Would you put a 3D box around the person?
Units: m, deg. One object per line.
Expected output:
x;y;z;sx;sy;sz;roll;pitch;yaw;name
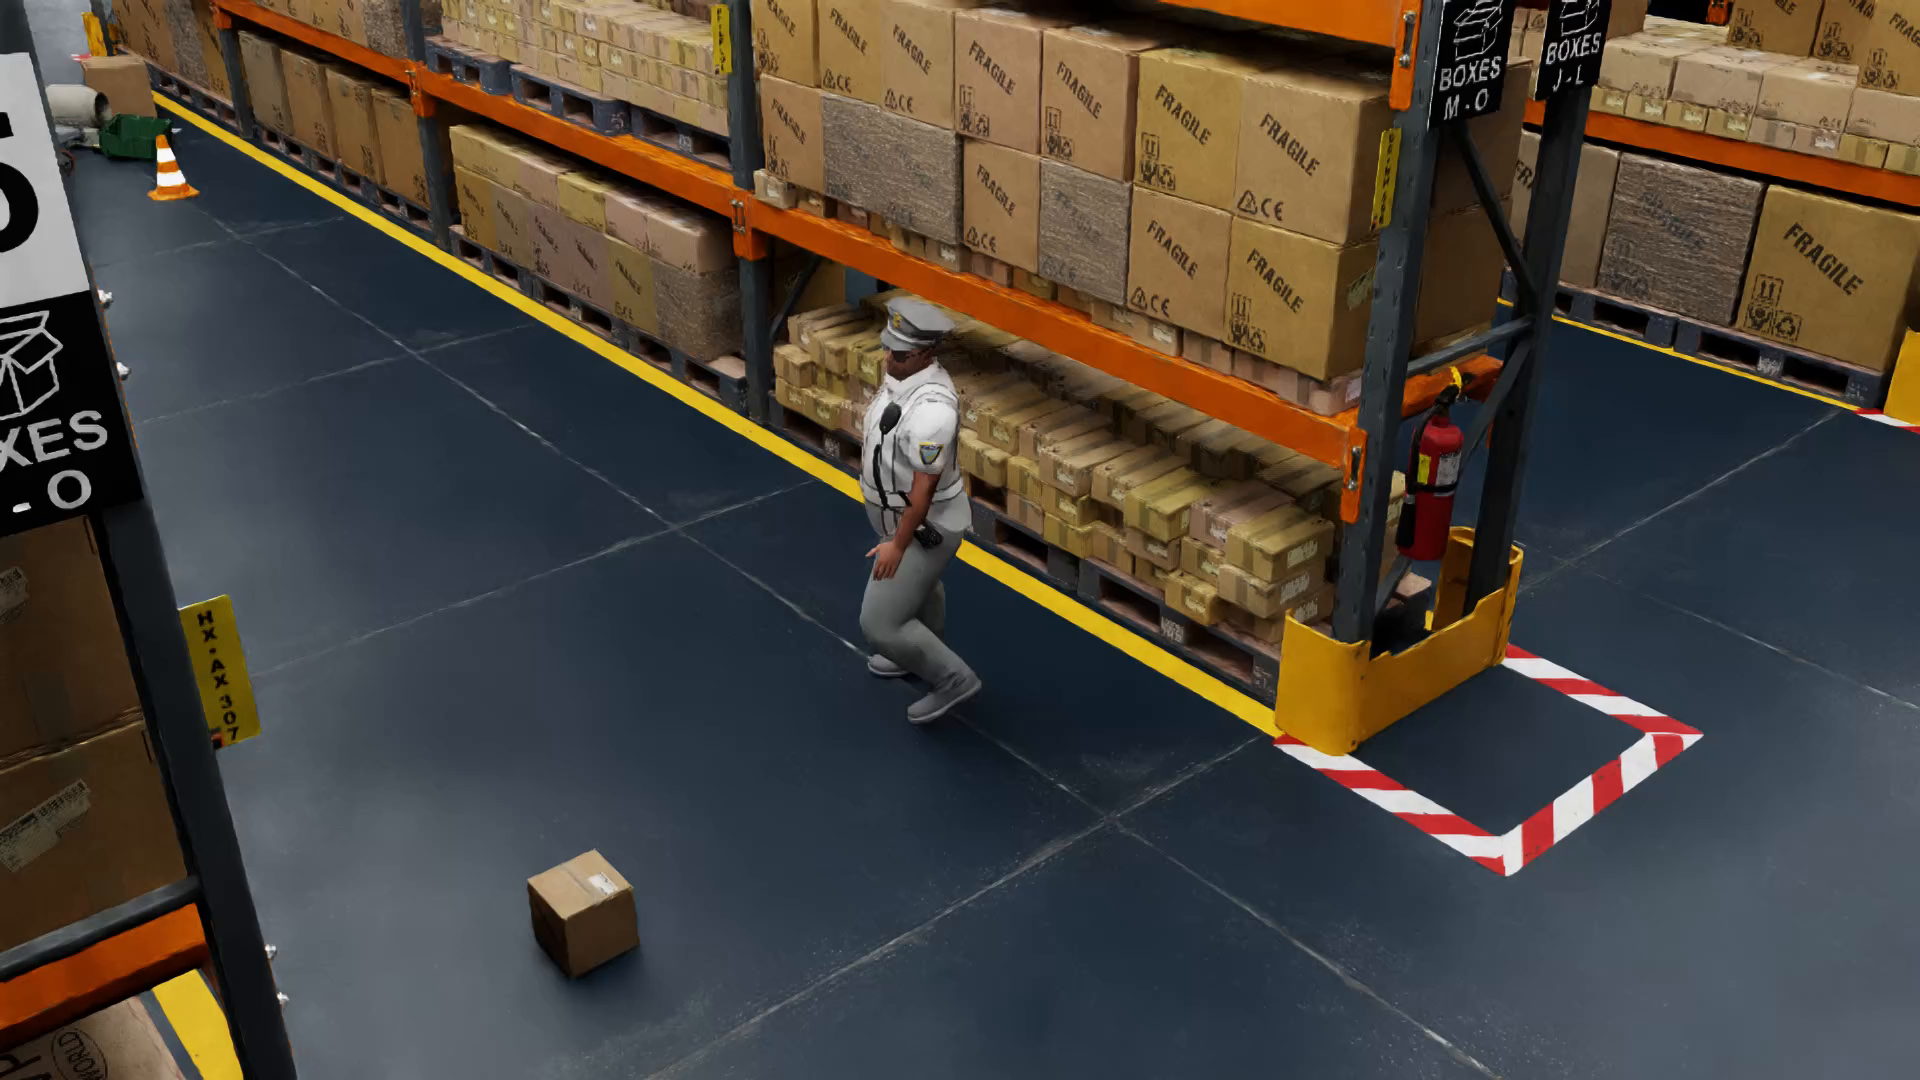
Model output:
-0.201;-0.110;6.303;0.474;1.746;0.674;-7;29;-13;person
